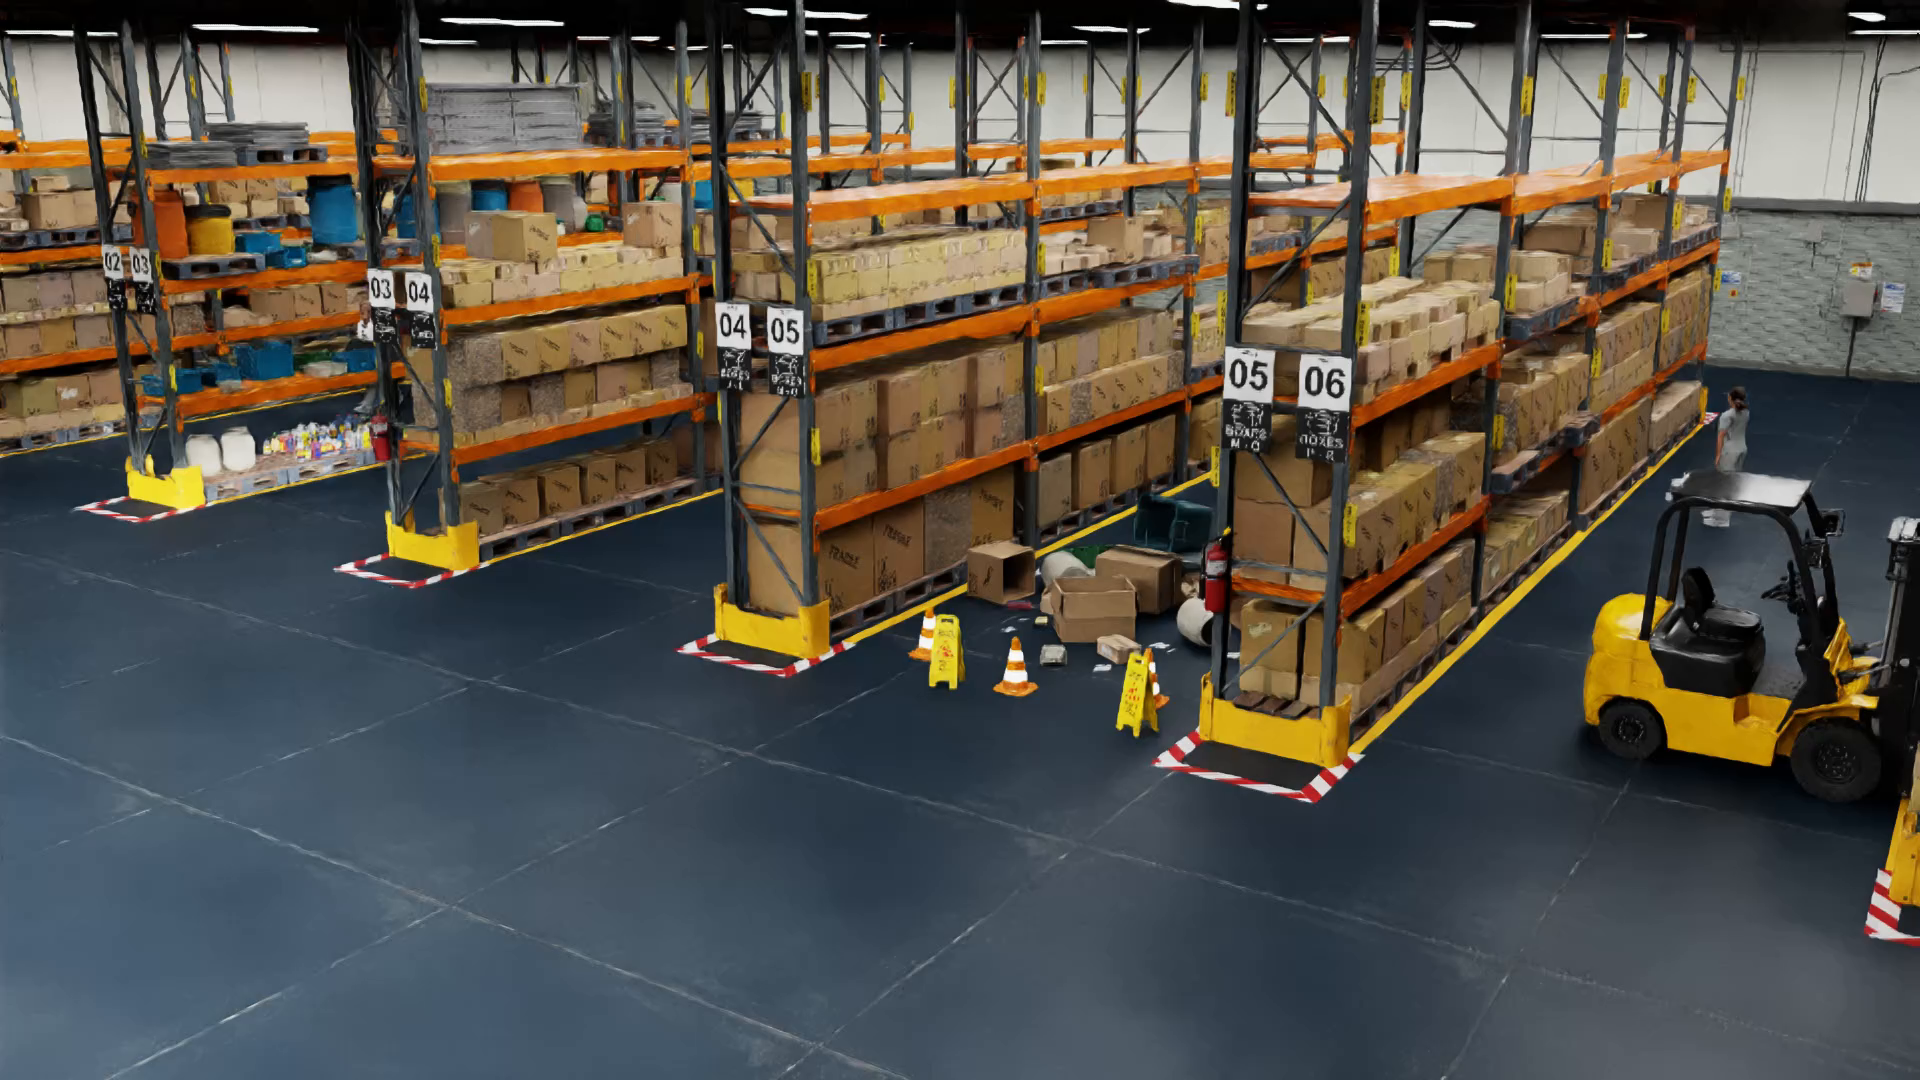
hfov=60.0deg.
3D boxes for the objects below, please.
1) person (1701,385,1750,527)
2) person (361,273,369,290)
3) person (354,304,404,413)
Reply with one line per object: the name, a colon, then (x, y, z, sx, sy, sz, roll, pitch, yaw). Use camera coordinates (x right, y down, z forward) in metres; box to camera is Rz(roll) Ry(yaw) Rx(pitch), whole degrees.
person: (9.069, -1.015, 19.698, 0.486, 1.674, 0.482, -8, 18, -27)
person: (-11.078, -4.219, 31.347, 0.417, 1.603, 0.505, 1, 16, 2)
person: (-9.351, -2.917, 26.467, 0.600, 1.699, 1.197, 9, 18, 29)
